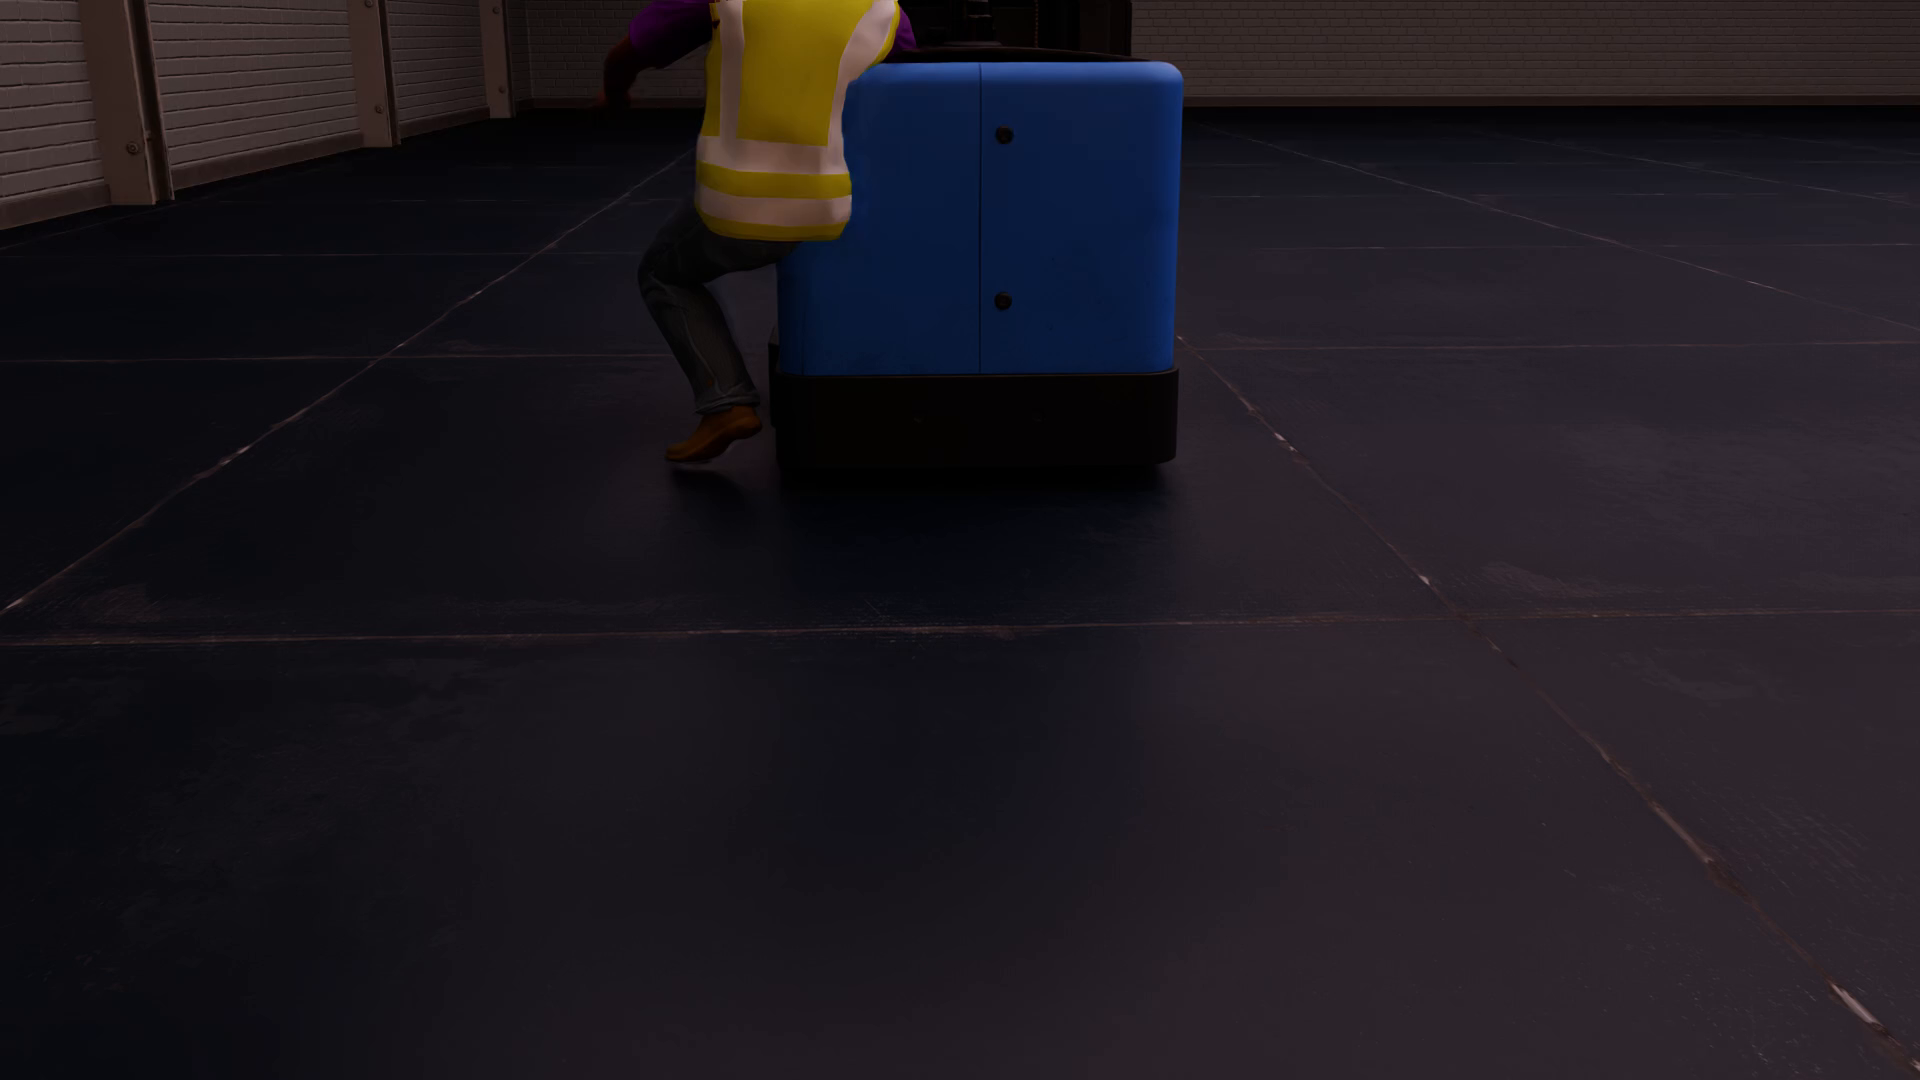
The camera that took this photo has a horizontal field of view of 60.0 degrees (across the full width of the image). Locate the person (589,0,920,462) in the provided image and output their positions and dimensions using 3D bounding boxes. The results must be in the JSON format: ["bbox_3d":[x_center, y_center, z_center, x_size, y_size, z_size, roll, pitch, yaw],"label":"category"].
[{"bbox_3d":[-0.467,-0.958,4.351,0.997,1.522,0.730,-2,17,-7],"label":"person"}]

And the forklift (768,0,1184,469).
[{"bbox_3d":[-0.024,-1.962,5.322,1.130,2.935,3.031,-1,17,-3],"label":"forklift"}]
